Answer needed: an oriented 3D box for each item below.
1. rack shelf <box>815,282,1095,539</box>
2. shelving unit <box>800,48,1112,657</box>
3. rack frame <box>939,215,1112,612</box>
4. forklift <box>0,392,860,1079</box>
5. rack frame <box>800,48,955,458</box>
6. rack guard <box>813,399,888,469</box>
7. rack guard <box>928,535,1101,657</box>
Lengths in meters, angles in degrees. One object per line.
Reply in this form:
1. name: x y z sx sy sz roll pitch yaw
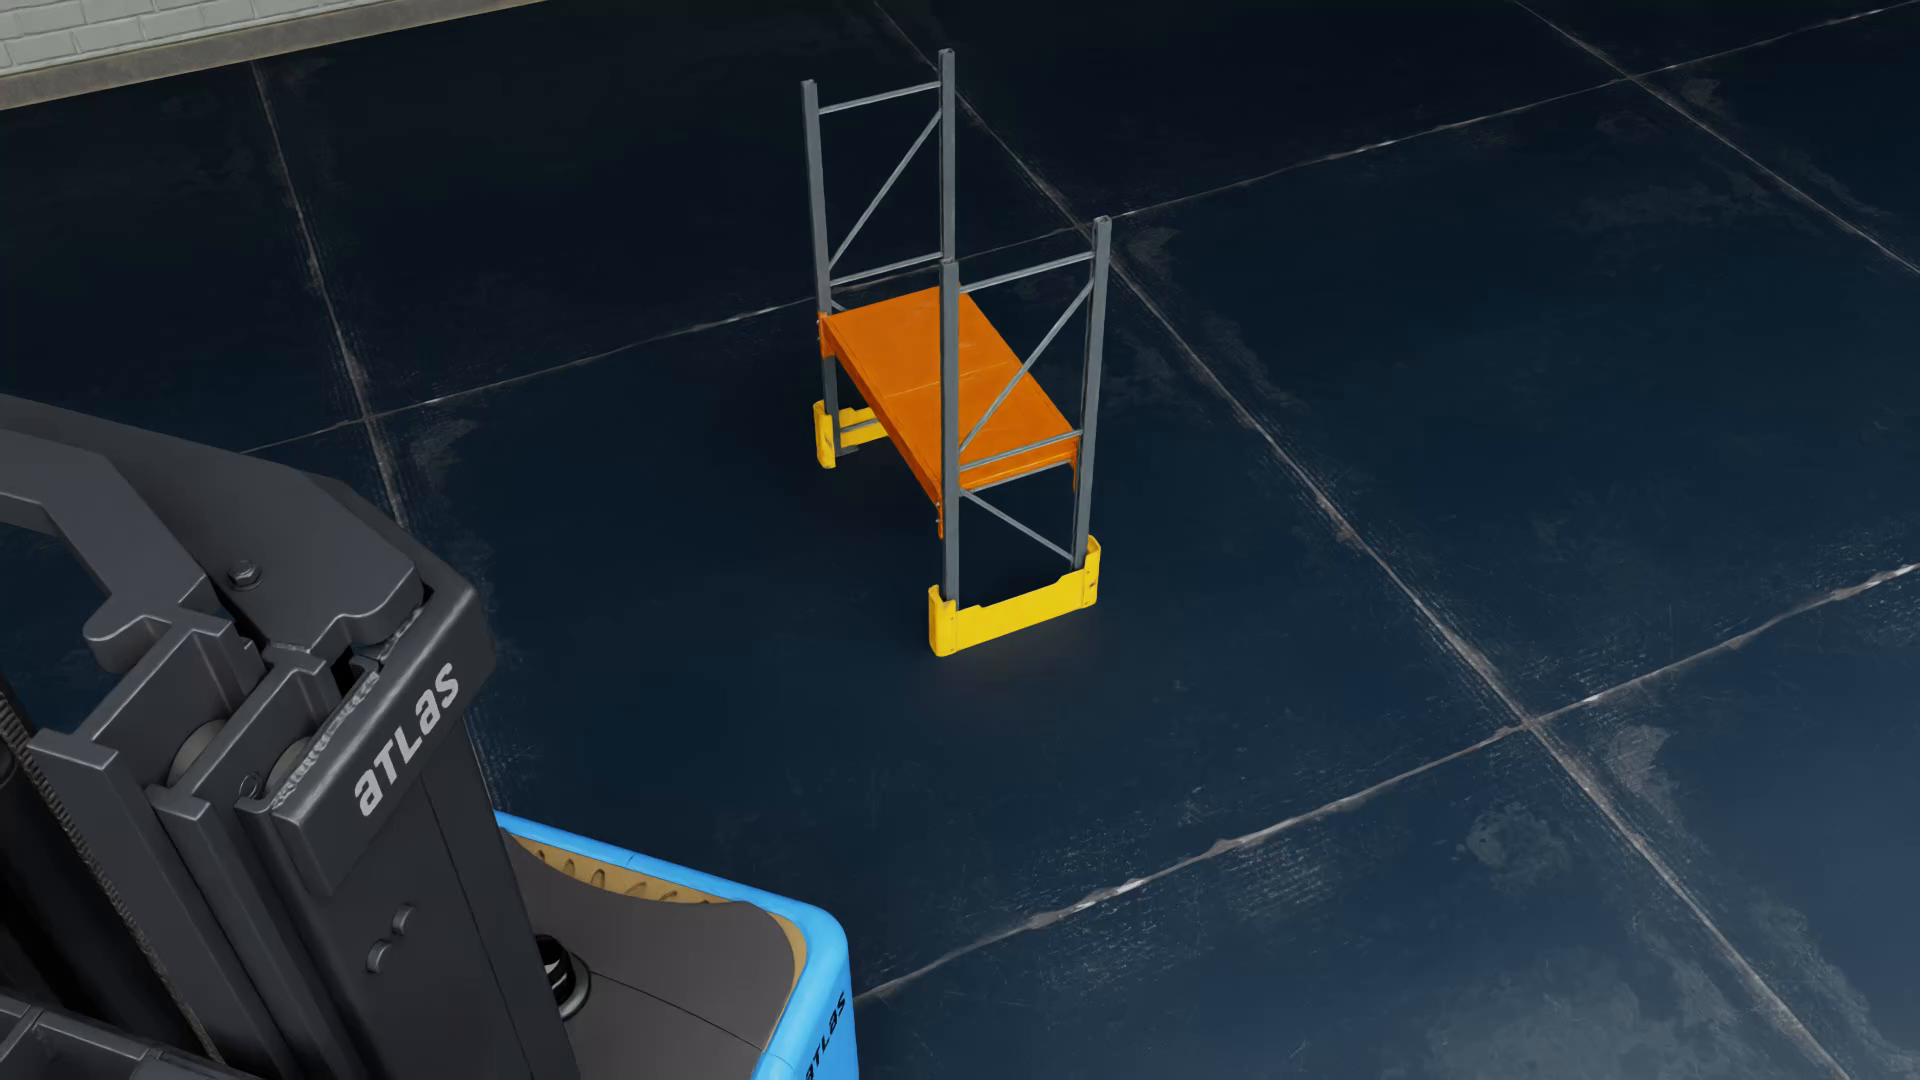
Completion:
1. rack shelf: -0.036 -0.460 5.405 0.538 0.185 1.000 -18 47 -17
2. shelving unit: -0.032 -0.582 5.272 0.587 1.500 1.083 -18 47 -17
3. rack frame: 0.178 -0.264 4.950 0.500 1.500 0.032 -18 47 -17
4. forklift: -1.175 1.369 2.275 1.130 2.935 3.031 14 46 13
5. rack frame: -0.250 -0.912 5.607 0.500 1.500 0.032 -18 47 -17
6. rack guard: -0.241 -0.455 6.033 0.587 0.250 0.087 -18 47 -17
7. rack guard: 0.177 0.180 5.390 0.587 0.250 0.087 -18 47 -17
